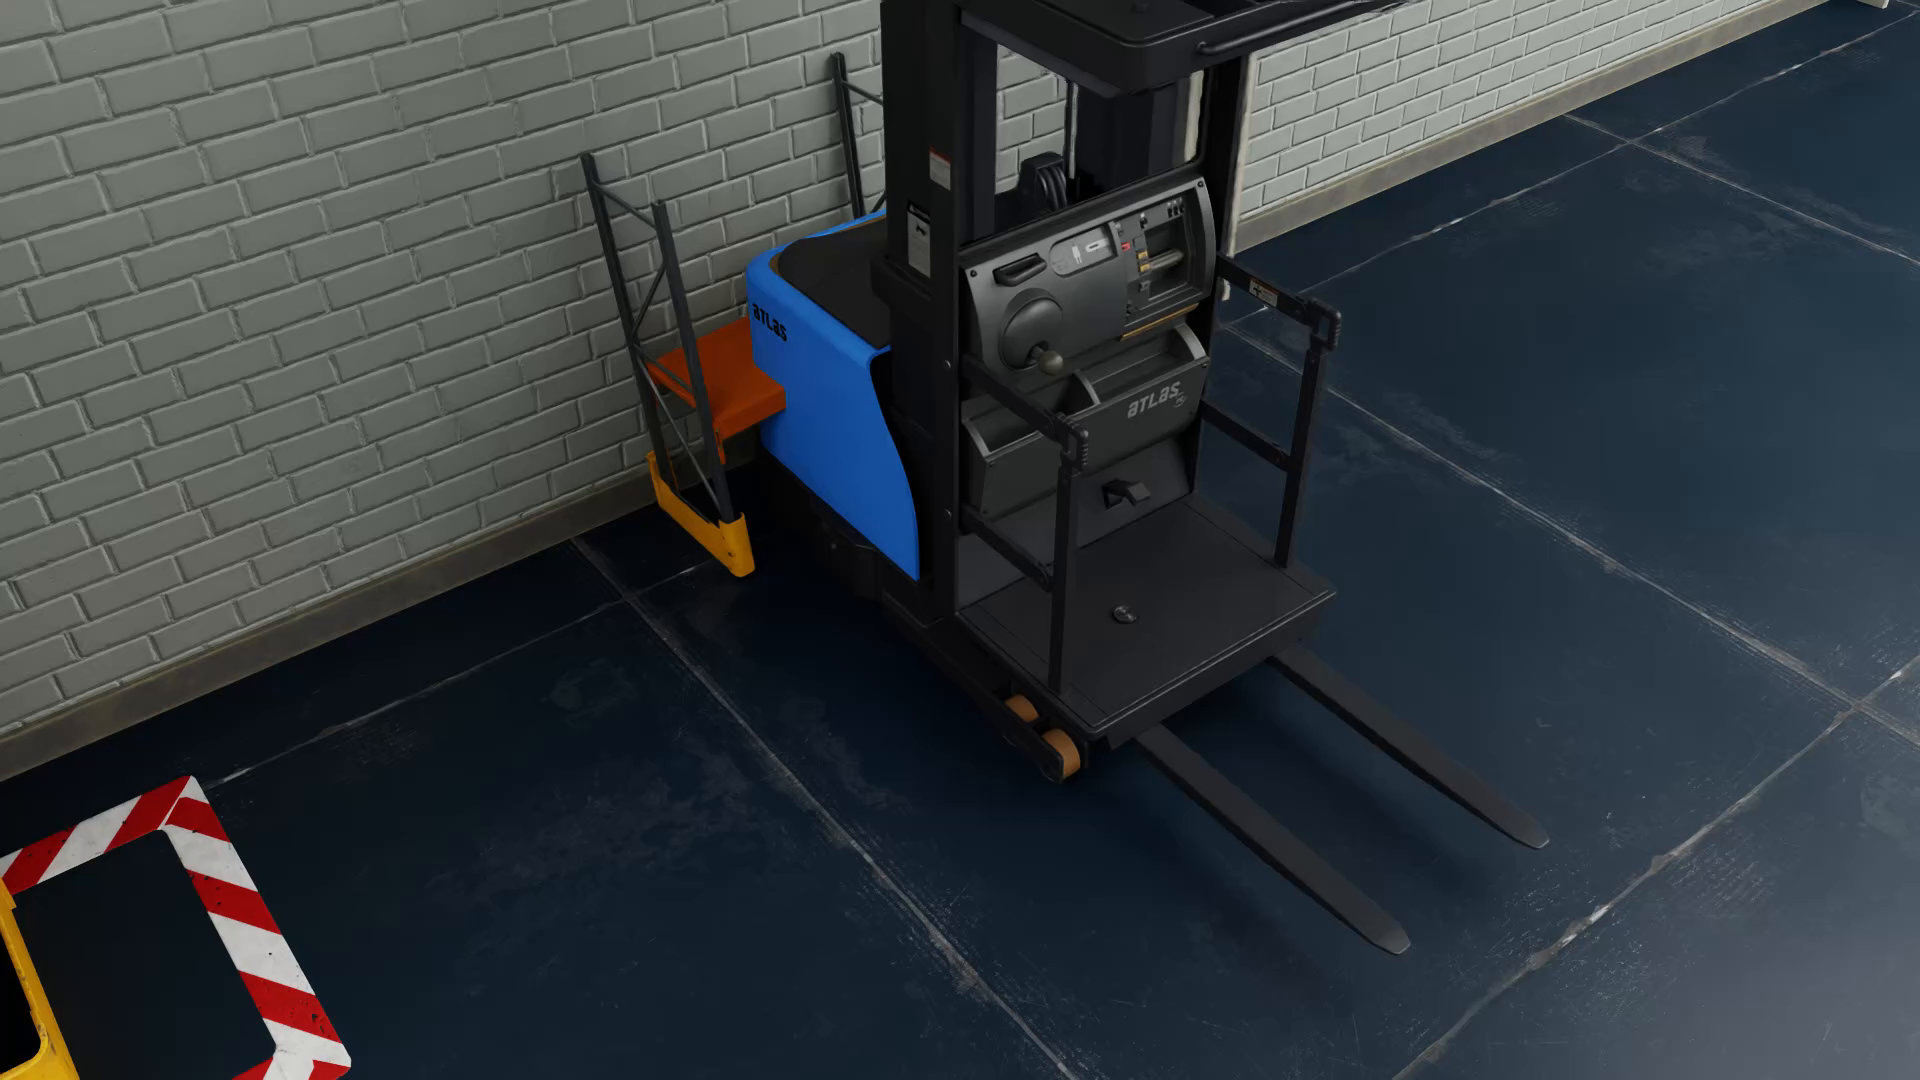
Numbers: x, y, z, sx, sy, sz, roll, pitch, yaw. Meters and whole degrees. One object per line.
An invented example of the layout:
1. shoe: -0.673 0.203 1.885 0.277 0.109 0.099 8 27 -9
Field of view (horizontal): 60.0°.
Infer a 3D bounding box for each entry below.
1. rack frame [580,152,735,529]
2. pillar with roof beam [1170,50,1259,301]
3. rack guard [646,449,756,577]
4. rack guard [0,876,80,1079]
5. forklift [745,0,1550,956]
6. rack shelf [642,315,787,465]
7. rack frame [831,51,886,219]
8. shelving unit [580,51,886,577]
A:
1. rack frame: -1.019 -0.582 5.784 0.032 1.500 0.500 -30 46 -26
2. pillar with roof beam: 3.608 -2.422 2.107 0.400 9.000 9.100 -26 46 -28
3. rack guard: -0.967 -0.108 6.187 0.087 0.250 0.587 -30 46 -26
4. rack guard: -2.652 1.193 4.402 0.348 0.500 1.175 -26 46 -28
5. forklift: 0.533 -0.722 4.819 1.130 2.935 3.031 -26 46 -28
6. rack shelf: -0.610 -0.676 6.123 1.000 0.185 0.538 -30 46 -26
7. rack frame: -0.230 -1.044 6.229 0.032 1.500 0.500 -30 46 -26
8. shelving unit: -0.631 -0.809 6.003 1.083 1.500 0.587 -30 46 -26
